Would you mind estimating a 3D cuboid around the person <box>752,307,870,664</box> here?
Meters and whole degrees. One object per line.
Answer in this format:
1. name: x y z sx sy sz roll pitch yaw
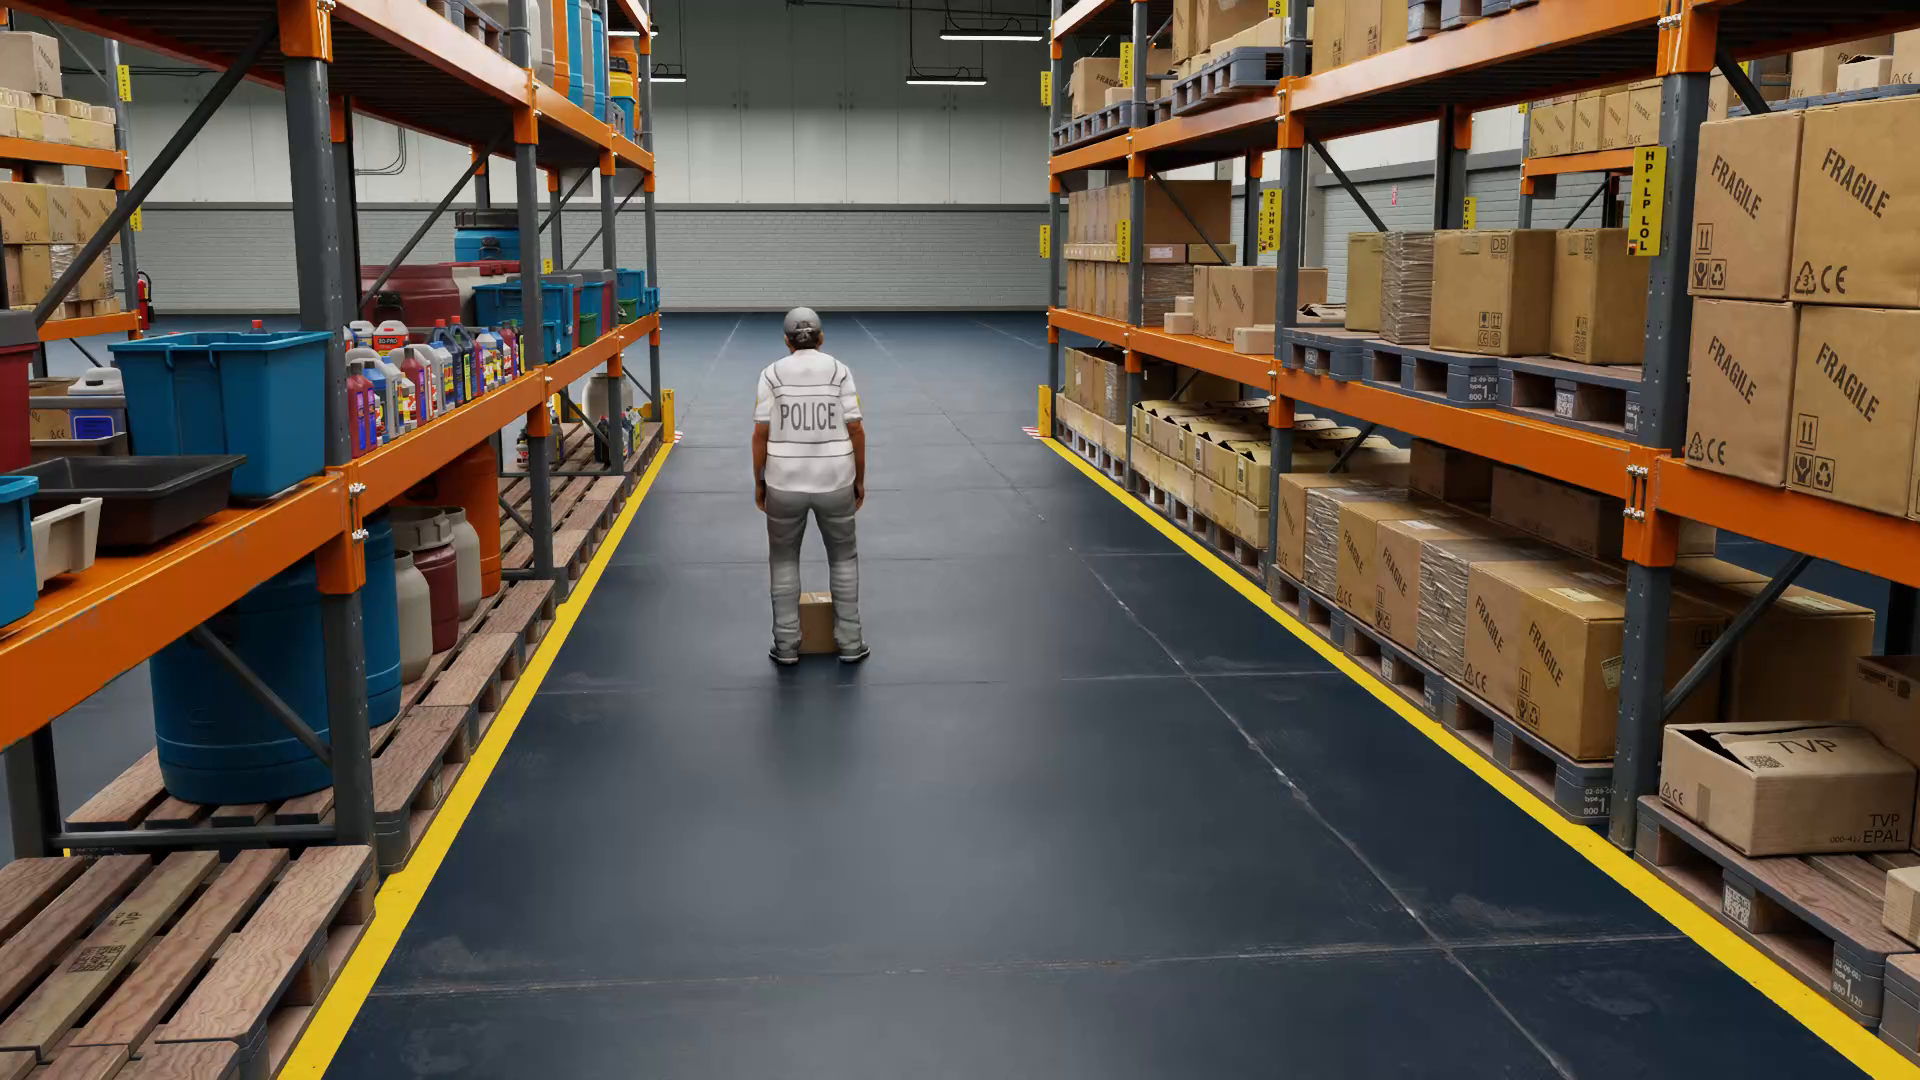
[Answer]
1. person: -0.698 -0.253 7.807 0.542 1.666 0.469 -1 10 -6
